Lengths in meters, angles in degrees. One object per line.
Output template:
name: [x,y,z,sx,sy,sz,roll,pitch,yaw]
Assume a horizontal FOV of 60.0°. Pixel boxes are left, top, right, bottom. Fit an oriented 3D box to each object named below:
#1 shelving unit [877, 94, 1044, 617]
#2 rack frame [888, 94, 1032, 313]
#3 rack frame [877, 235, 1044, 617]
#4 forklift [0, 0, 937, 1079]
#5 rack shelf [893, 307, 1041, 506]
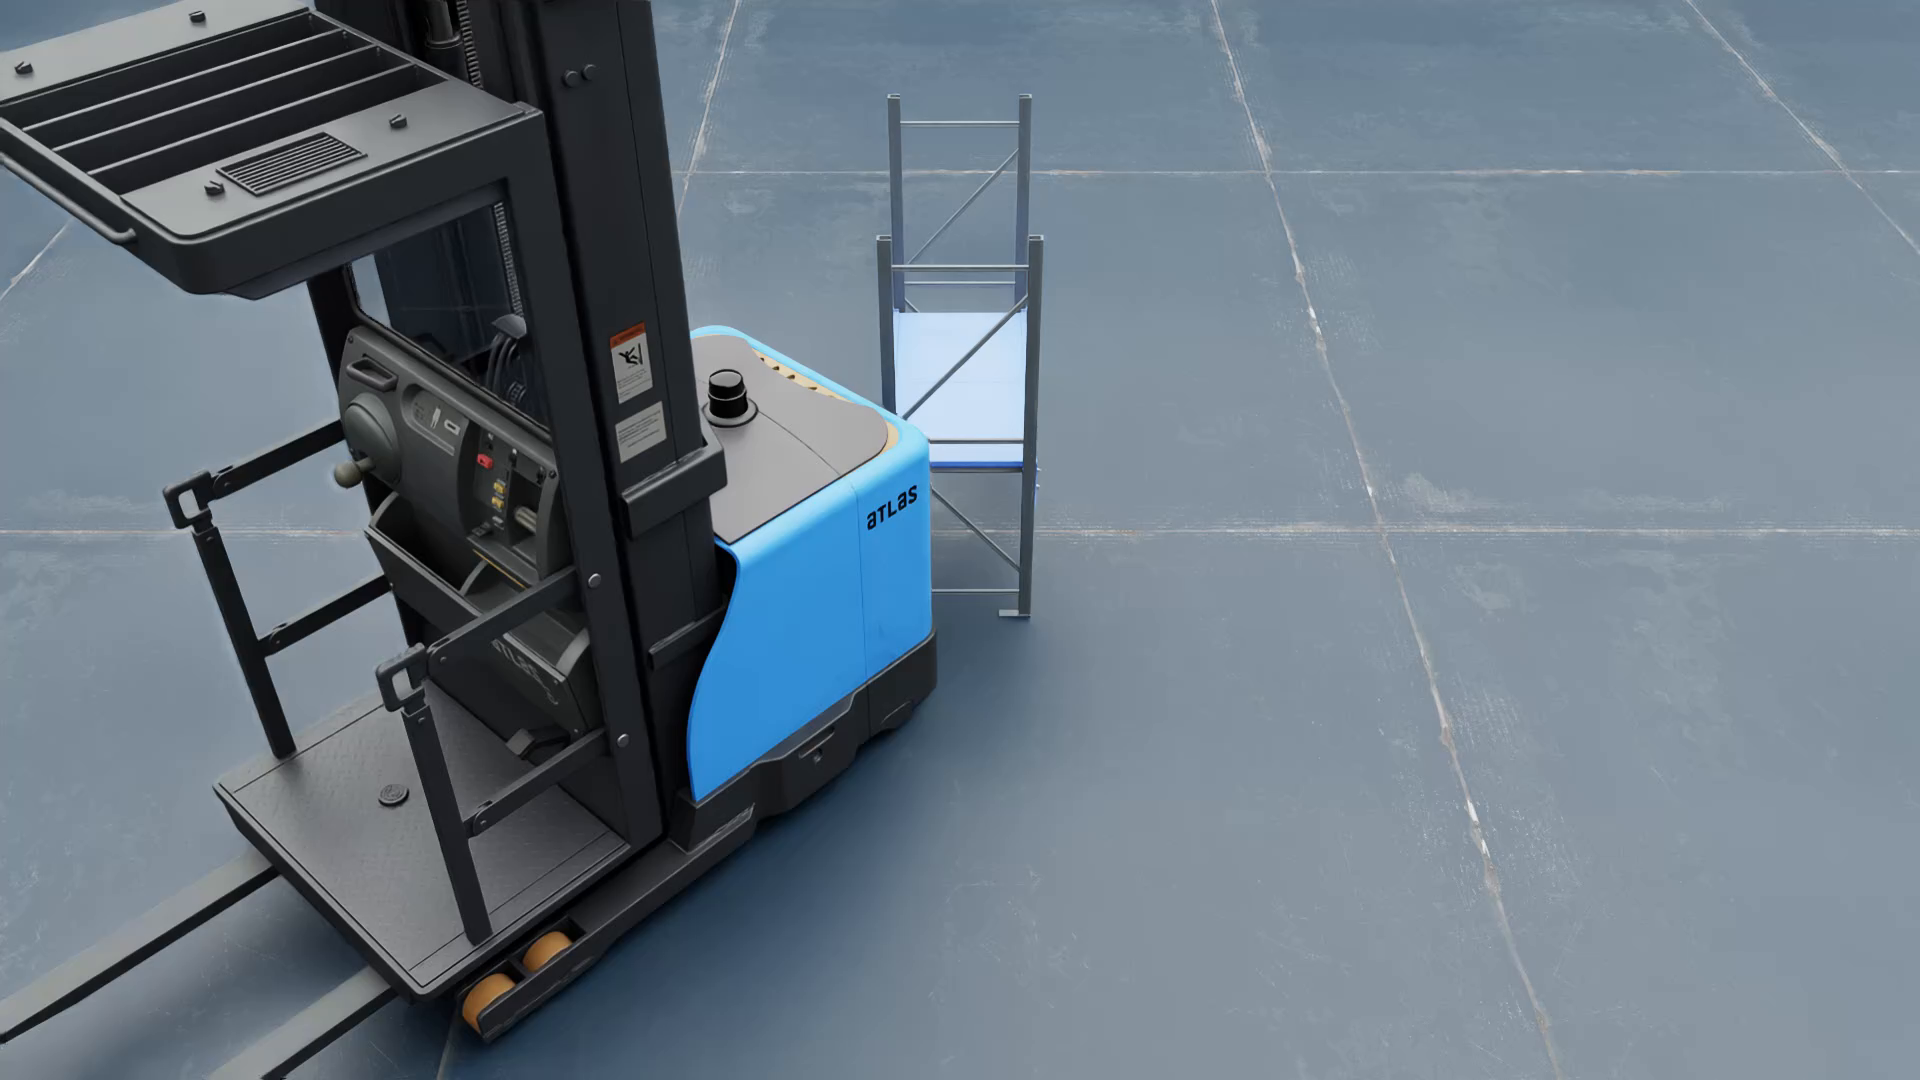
shelving unit: [0.000,-0.639,5.848,0.538,1.500,1.048,0,39,0]
rack frame: [-0.001,-0.956,6.244,0.500,1.500,0.032,0,39,0]
rack frame: [0.000,-0.321,5.451,0.500,1.500,0.032,0,39,0]
forklift: [-1.445,-0.151,4.094,1.130,2.935,3.031,30,47,32]
rack shelf: [0.000,-0.498,5.960,0.538,0.185,1.000,0,39,0]
